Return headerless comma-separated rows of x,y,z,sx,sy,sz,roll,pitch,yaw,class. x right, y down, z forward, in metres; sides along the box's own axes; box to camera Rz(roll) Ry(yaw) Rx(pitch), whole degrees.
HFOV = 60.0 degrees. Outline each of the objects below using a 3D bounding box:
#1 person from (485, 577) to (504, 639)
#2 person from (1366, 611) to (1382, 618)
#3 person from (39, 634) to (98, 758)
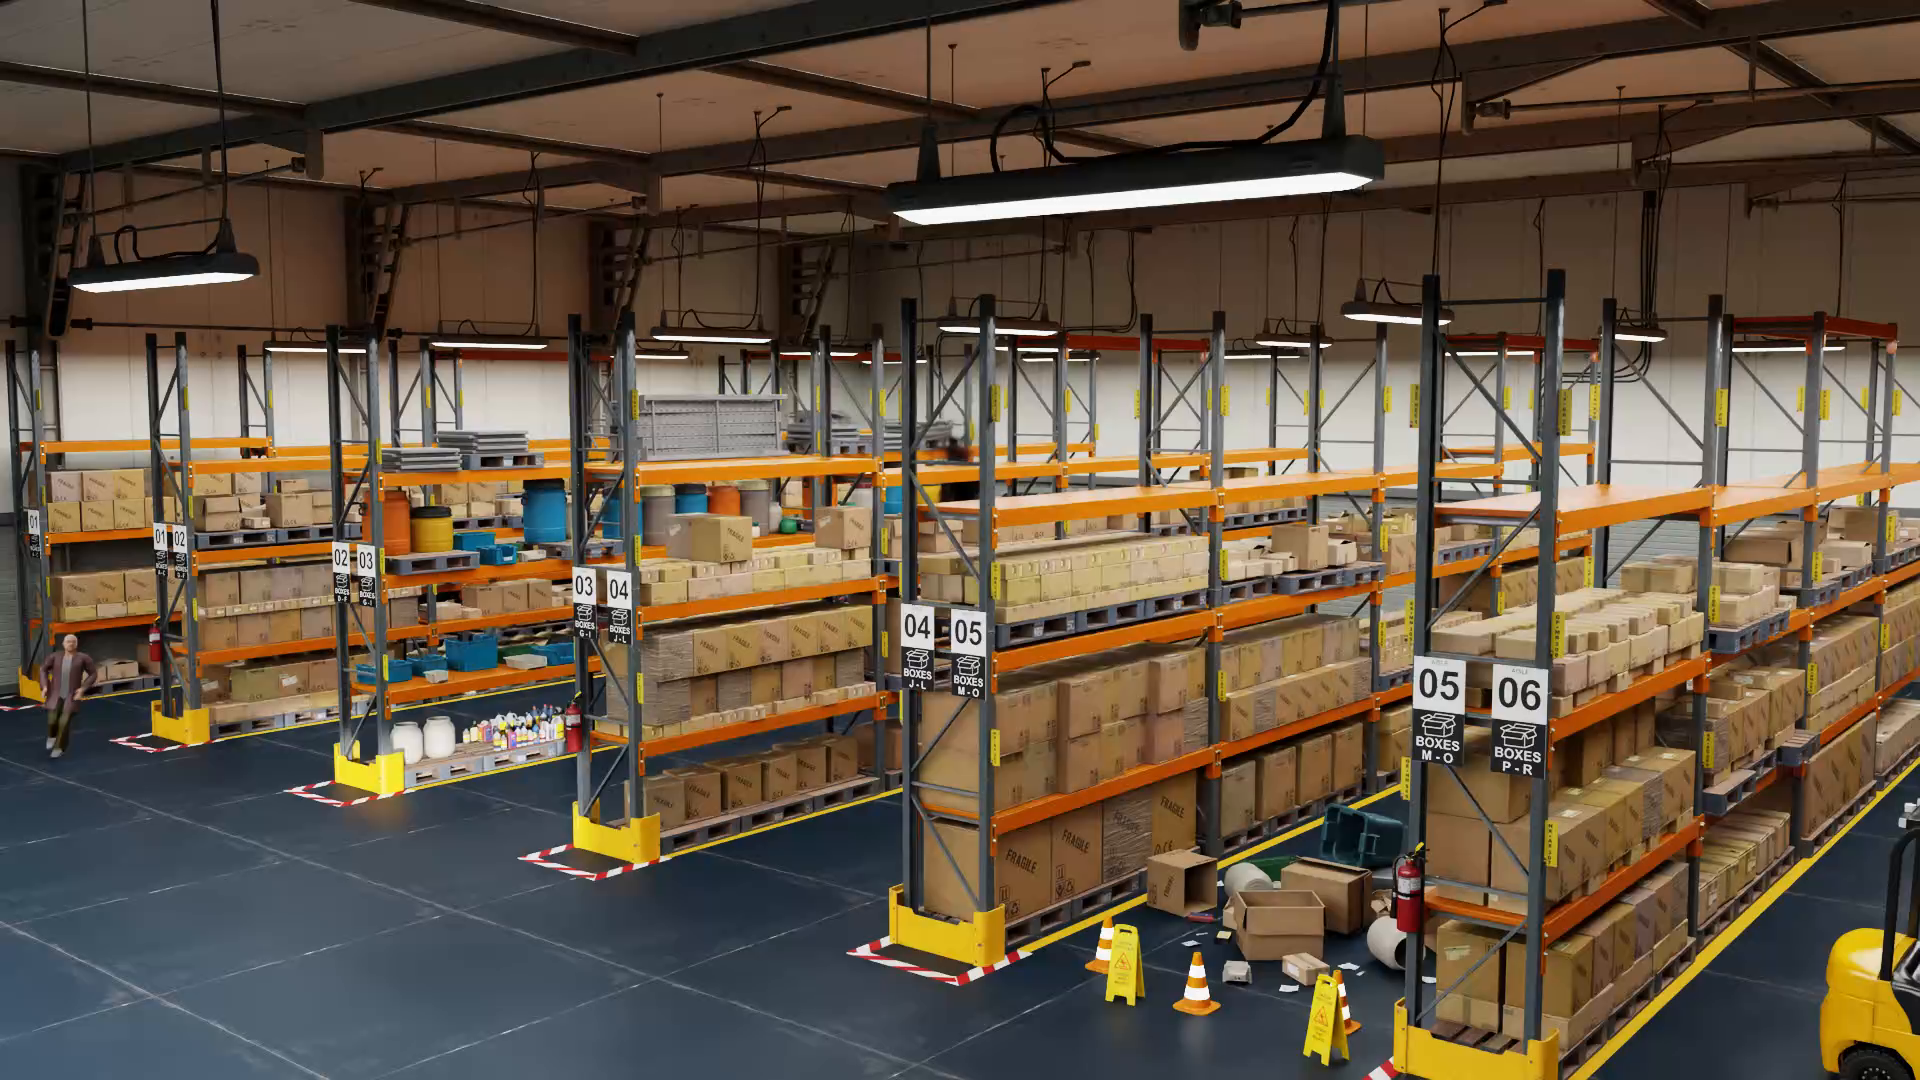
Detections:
-8.968,1.432,31.884,0.674,1.719,0.569,4,6,36,person
6.516,1.947,26.103,0.672,1.728,0.619,5,7,43,person
-12.633,2.191,23.581,0.758,1.715,0.602,-2,5,-20,person
